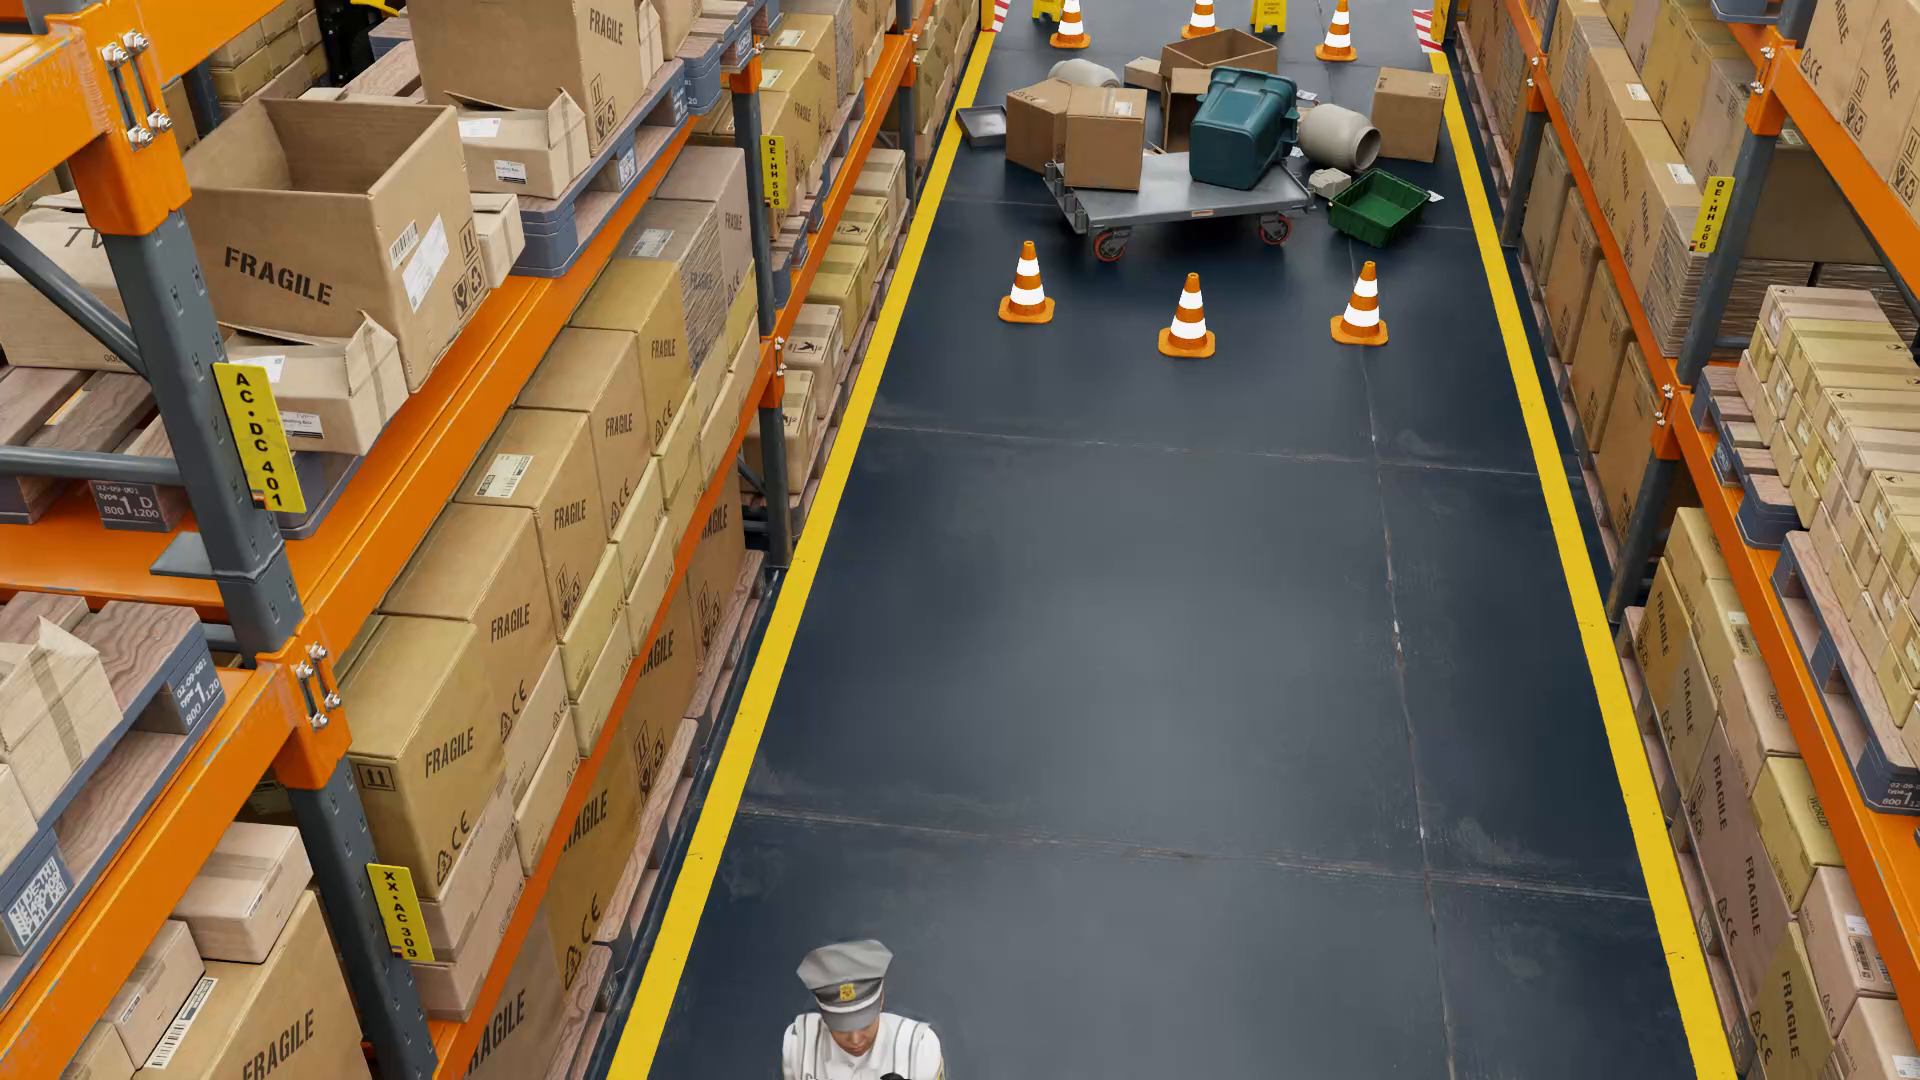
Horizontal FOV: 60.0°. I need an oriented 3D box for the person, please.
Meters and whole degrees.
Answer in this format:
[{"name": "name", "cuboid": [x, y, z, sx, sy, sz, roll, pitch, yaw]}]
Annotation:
[{"name": "person", "cuboid": [-0.252, 1.722, 4.637, 0.485, 1.679, 0.524, 3, 36, 4]}]
